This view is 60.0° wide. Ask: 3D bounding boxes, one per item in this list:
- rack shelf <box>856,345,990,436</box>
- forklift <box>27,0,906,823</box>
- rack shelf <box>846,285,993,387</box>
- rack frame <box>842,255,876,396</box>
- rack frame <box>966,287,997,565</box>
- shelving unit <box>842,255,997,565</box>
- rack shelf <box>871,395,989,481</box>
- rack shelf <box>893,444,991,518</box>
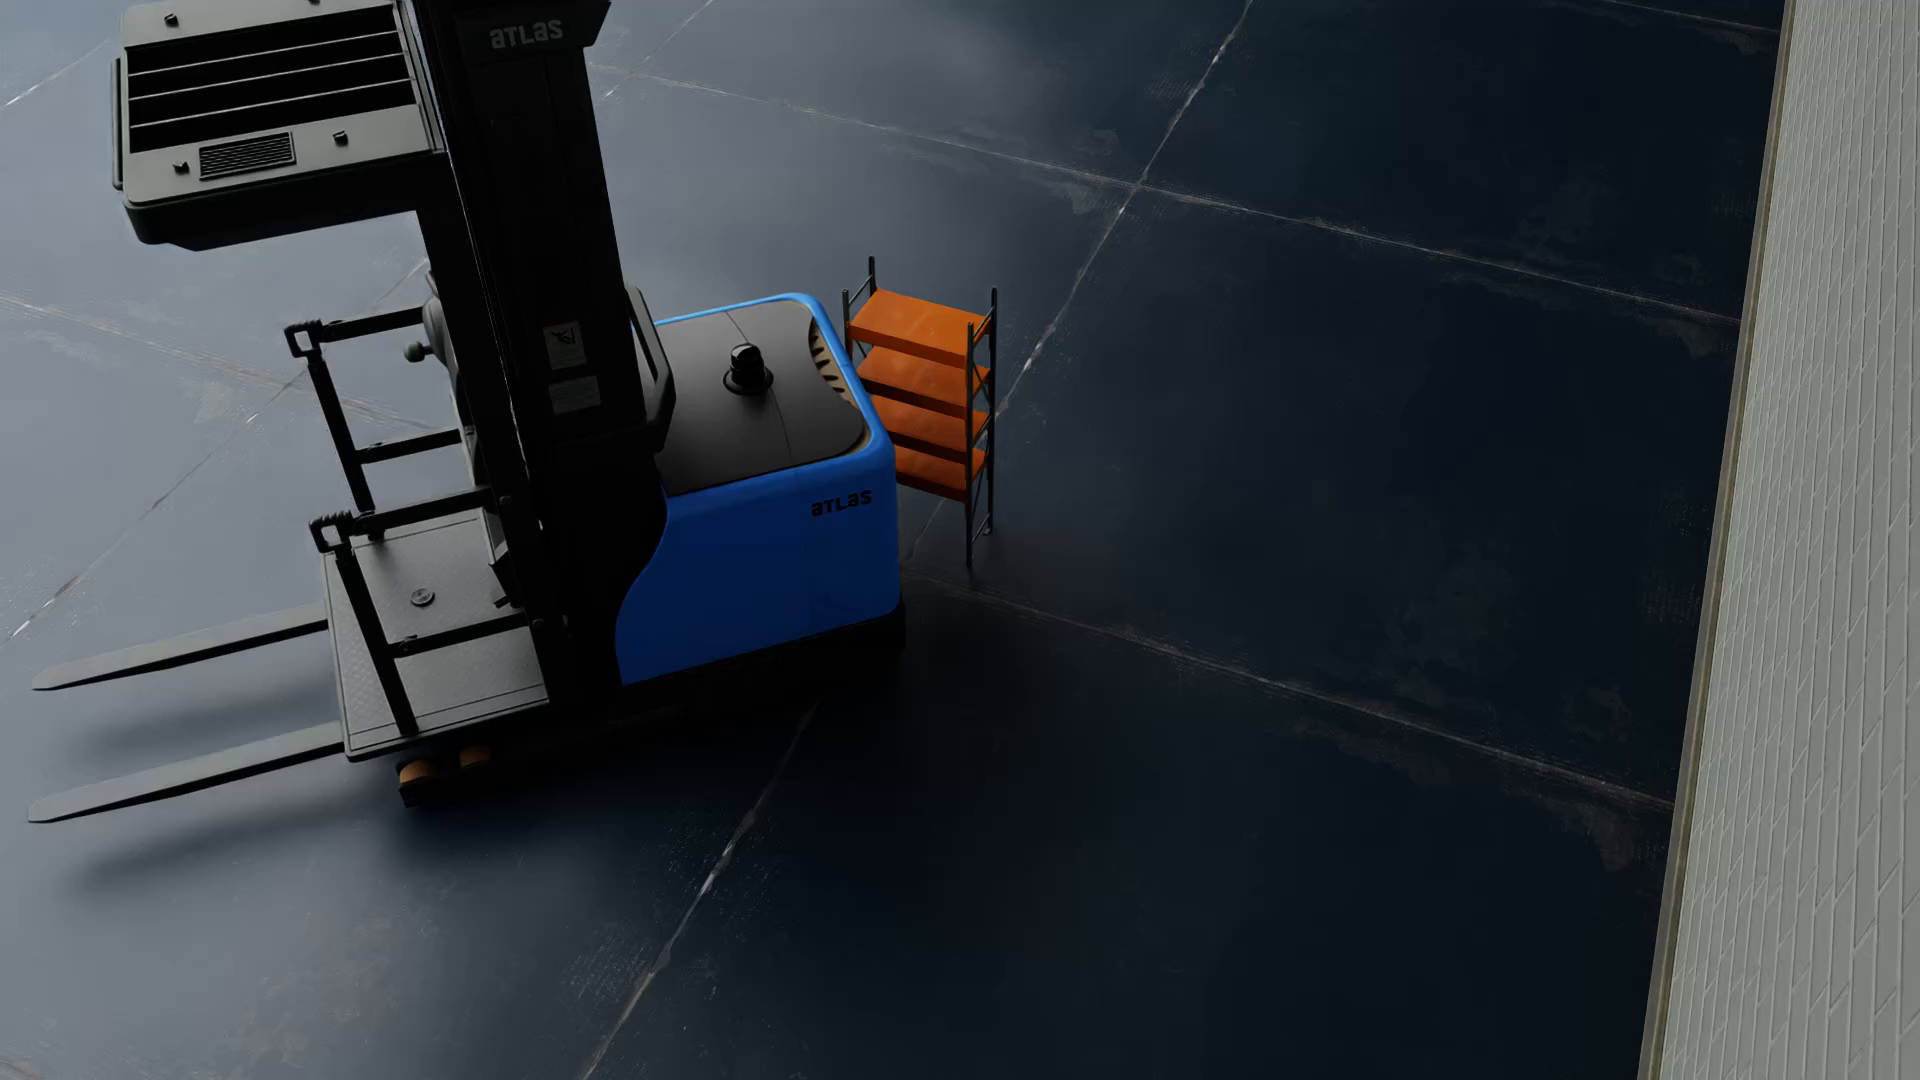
[{"bbox_3d":[-0.144,-0.583,6.263,0.480,0.148,0.258,17,47,16],"label":"rack shelf"},{"bbox_3d":[-1.777,-0.537,5.212,3.031,2.935,1.130,-15,47,-14],"label":"forklift"},{"bbox_3d":[-0.144,-0.751,6.096,0.480,0.148,0.258,17,47,16],"label":"rack shelf"},{"bbox_3d":[-0.368,-0.541,6.442,0.015,1.200,0.240,17,47,16],"label":"rack frame"},{"bbox_3d":[0.080,-0.404,6.305,0.015,1.200,0.240,17,47,16],"label":"rack frame"},{"bbox_3d":[-0.144,-0.472,6.374,0.503,1.200,0.258,17,47,16],"label":"shelving unit"},{"bbox_3d":[-0.144,-0.425,6.421,0.480,0.148,0.258,17,47,16],"label":"rack shelf"},{"bbox_3d":[-0.144,-0.284,6.561,0.480,0.148,0.258,17,47,16],"label":"rack shelf"}]
